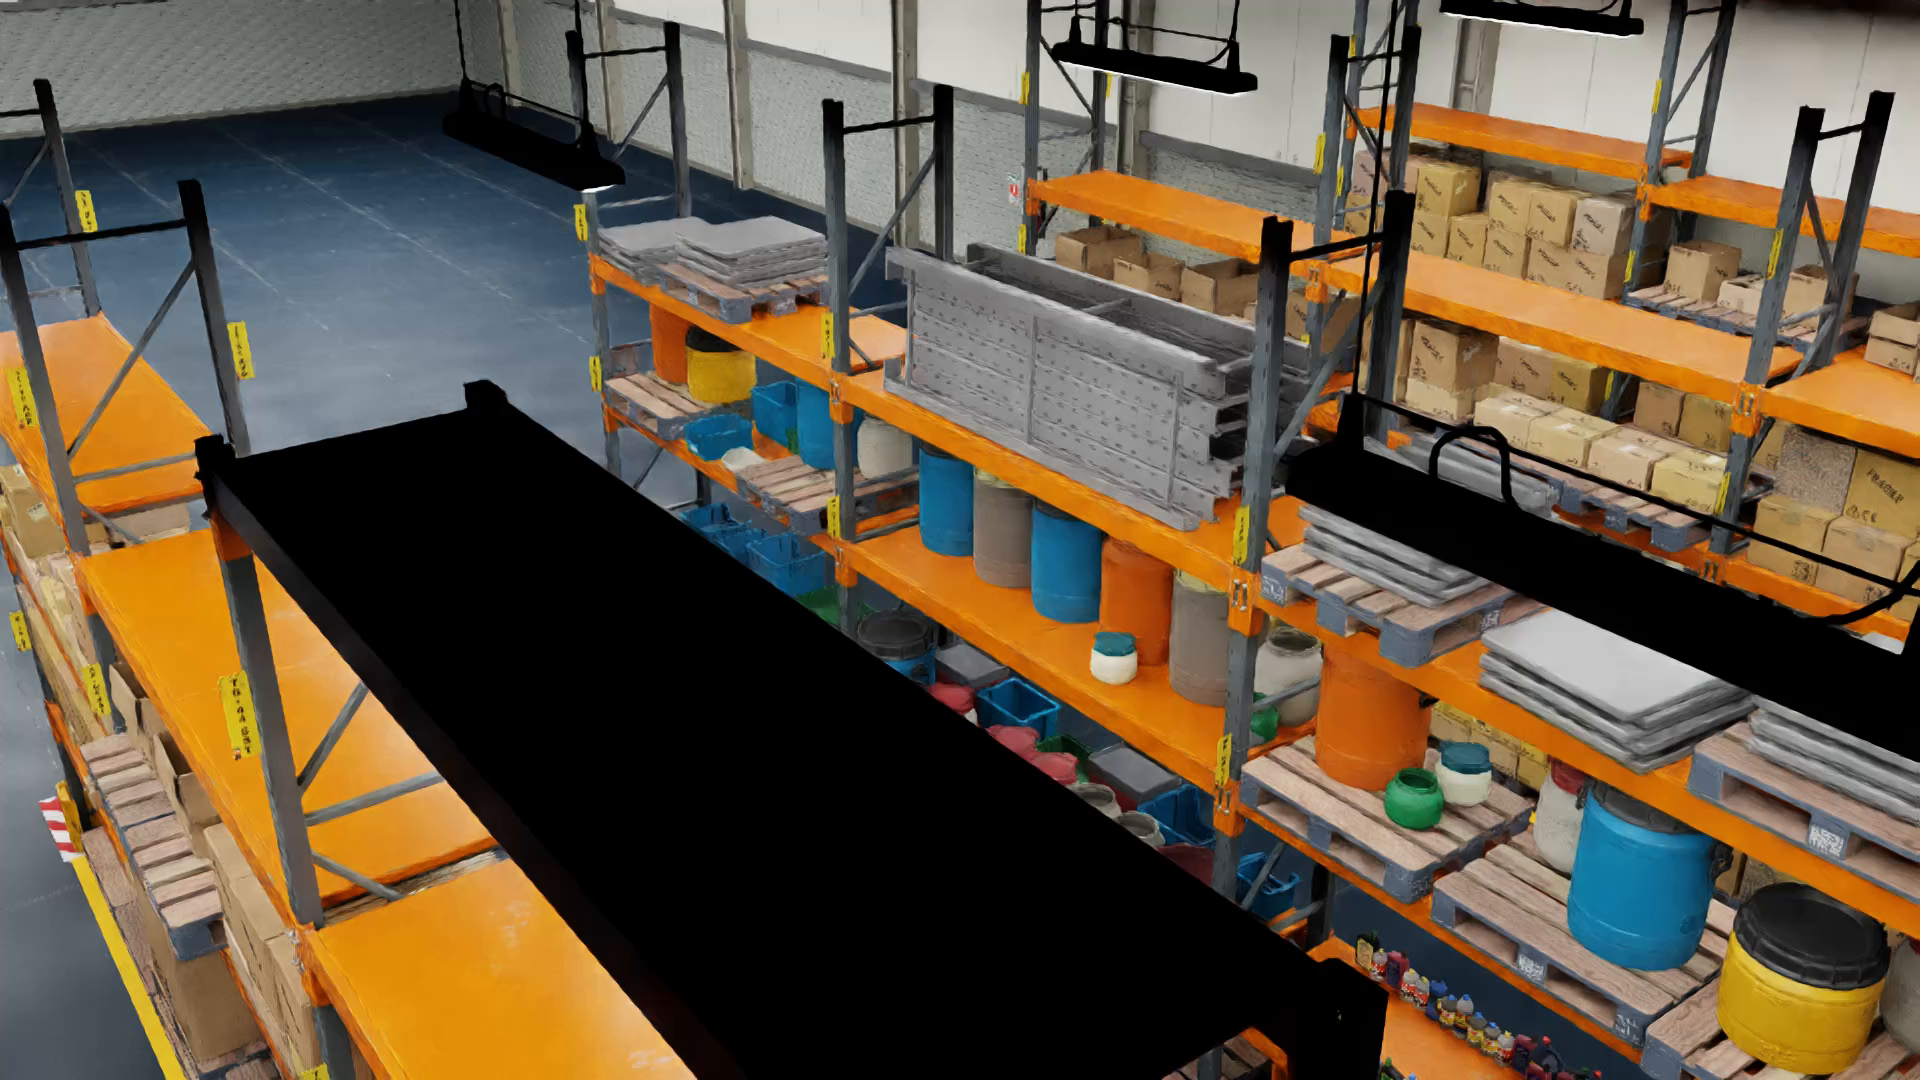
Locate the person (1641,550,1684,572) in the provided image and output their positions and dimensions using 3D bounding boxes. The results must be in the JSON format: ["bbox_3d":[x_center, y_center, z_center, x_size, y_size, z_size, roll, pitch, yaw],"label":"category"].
[{"bbox_3d":[6.766,0.356,16.154,0.546,1.693,1.106,-19,31,-35],"label":"person"}]
